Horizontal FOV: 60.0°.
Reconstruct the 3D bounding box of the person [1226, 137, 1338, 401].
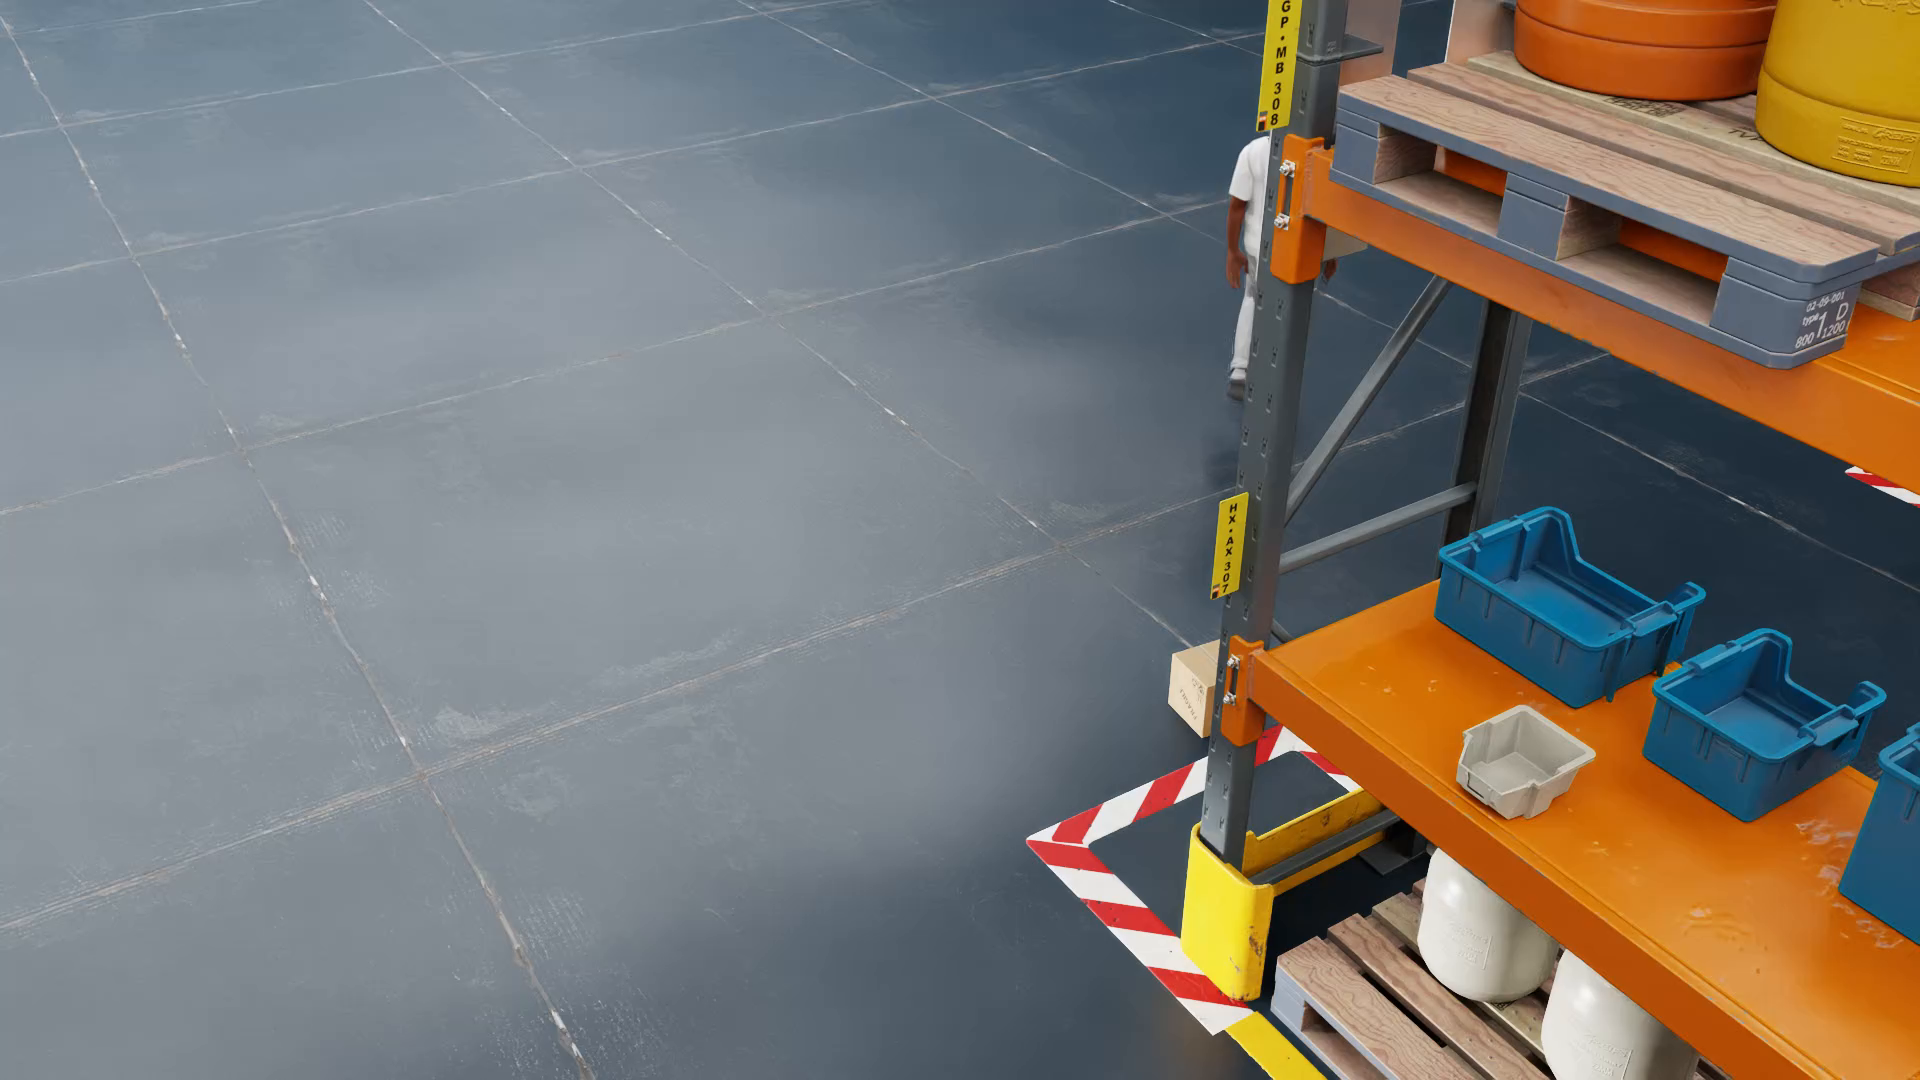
[{"bbox_3d":[1.639,-1.469,8.385,0.562,1.756,0.476,13,35,20],"label":"person"}]
